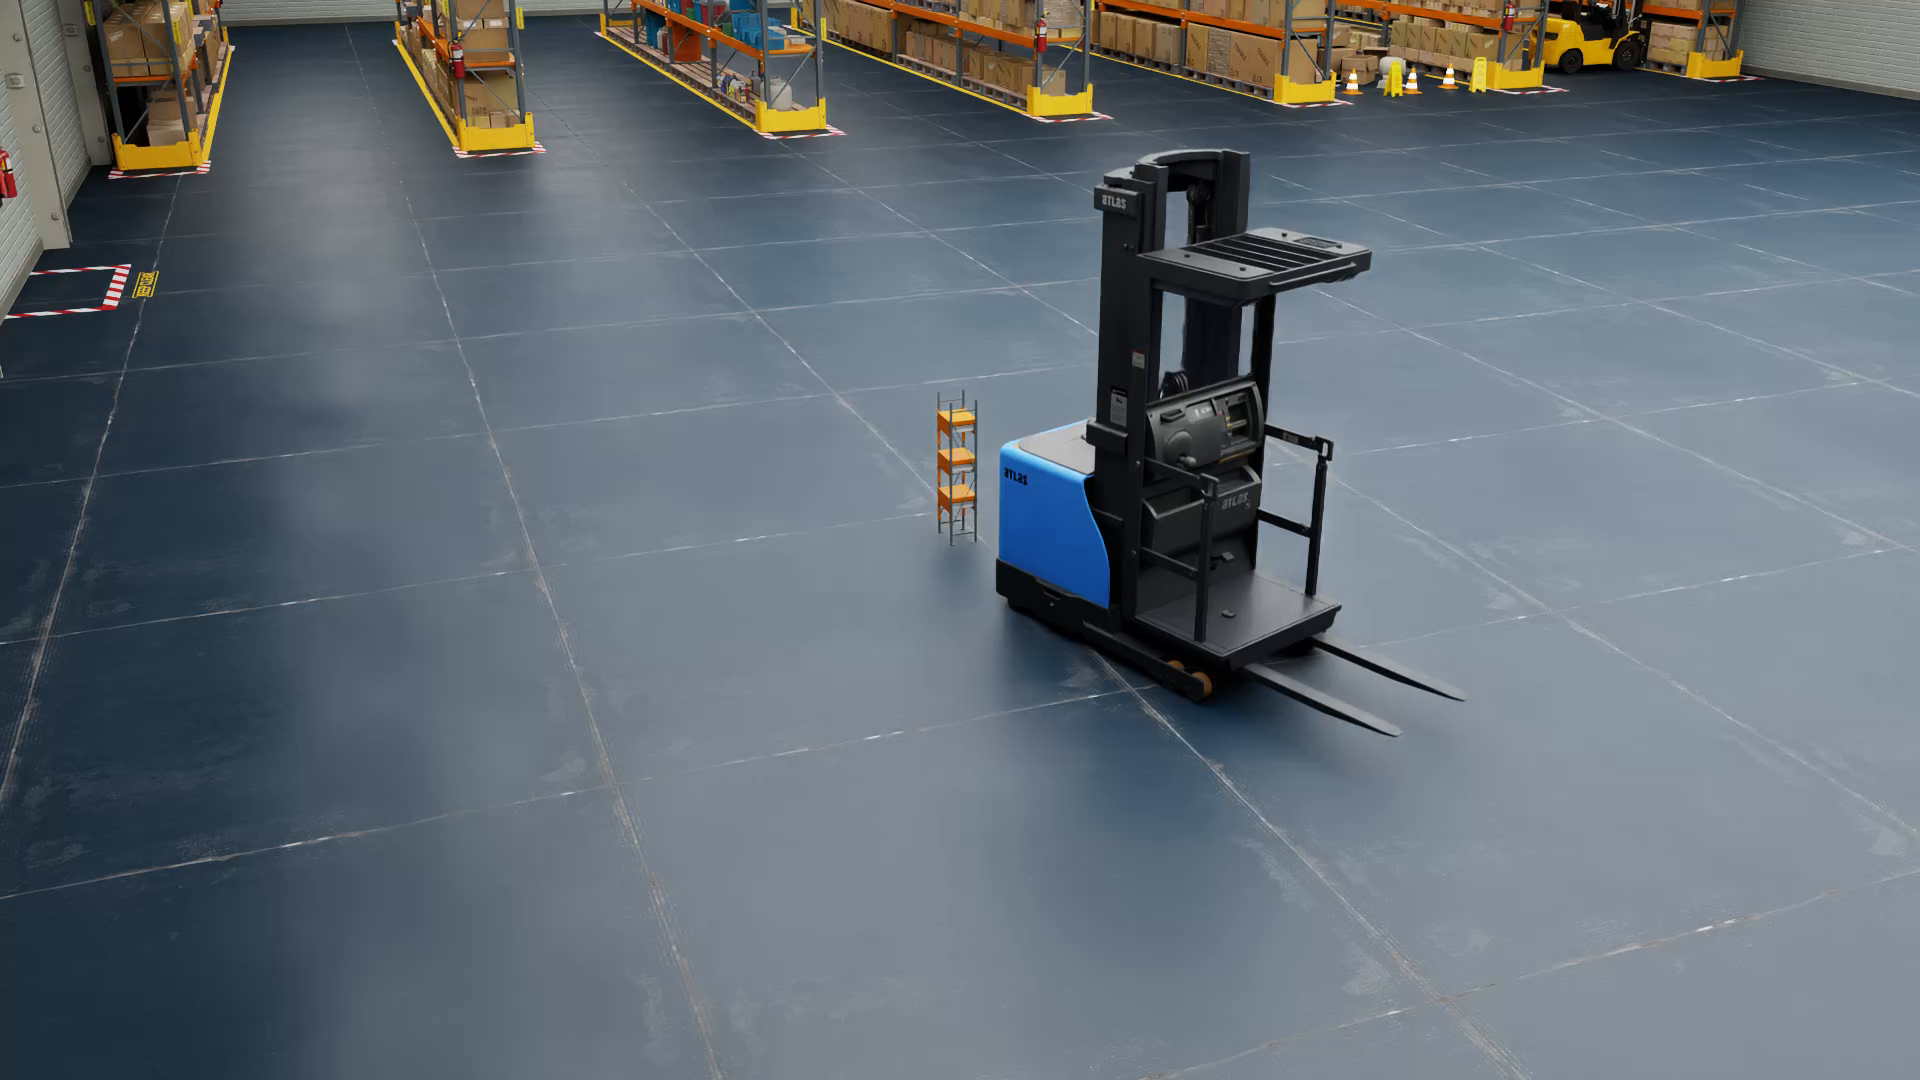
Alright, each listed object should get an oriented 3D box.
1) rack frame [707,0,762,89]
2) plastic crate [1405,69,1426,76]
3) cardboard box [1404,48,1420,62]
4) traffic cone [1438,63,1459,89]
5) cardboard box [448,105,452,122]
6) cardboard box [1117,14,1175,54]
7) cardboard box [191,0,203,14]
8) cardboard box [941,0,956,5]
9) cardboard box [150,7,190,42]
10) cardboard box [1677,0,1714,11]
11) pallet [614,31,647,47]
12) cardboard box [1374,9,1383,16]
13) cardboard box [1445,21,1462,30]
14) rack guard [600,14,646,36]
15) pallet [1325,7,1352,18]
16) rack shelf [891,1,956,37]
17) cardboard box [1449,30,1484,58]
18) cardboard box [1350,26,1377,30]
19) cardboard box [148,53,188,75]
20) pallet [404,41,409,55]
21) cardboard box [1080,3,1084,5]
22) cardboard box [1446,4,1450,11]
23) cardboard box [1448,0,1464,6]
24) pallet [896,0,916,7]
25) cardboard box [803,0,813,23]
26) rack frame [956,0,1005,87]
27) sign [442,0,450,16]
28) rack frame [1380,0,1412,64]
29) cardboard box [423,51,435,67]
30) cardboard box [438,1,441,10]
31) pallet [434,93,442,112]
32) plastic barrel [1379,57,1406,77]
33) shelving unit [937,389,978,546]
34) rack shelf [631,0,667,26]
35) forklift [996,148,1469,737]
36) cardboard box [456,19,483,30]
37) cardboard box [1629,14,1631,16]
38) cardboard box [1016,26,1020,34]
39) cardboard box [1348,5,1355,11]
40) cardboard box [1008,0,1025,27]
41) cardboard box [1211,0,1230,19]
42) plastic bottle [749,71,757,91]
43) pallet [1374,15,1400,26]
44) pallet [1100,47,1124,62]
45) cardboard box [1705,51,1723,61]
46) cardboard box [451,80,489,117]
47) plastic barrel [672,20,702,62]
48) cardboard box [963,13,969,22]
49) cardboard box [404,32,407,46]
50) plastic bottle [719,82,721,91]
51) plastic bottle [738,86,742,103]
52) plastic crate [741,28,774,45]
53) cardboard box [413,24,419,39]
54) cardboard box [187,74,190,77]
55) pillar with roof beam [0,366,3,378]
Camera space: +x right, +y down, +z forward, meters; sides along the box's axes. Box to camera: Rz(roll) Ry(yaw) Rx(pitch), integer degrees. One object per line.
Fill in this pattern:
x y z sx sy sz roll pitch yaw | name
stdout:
-4.223 -9.834 31.221 1.000 3.000 0.127 -8 24 -19 | rack frame
9.469 -9.845 35.006 0.402 0.080 0.583 -18 29 -37 | plastic crate
9.836 -10.356 35.458 0.500 0.250 0.500 -7 24 -16 | cardboard box
9.736 -9.230 33.054 0.336 0.463 0.334 -8 24 -19 | traffic cone
-8.278 -7.145 27.839 0.500 0.250 0.500 -8 24 -19 | cardboard box
4.116 -11.217 36.857 1.050 0.750 0.750 -8 24 -18 | cardboard box
-14.837 -10.332 31.865 0.500 0.500 0.500 -8 24 -17 | cardboard box
0.261 -11.292 33.365 1.000 1.000 1.000 -8 24 -19 | cardboard box
-12.686 -8.266 26.702 0.500 0.500 0.500 -9 24 -21 | cardboard box
15.317 -11.291 34.549 0.500 0.500 0.500 -9 24 -20 | cardboard box
-7.780 -12.162 40.334 1.003 0.211 1.213 -8 24 -19 | pallet
11.458 -14.298 44.488 0.500 0.500 0.500 -7 24 -17 | cardboard box
10.198 -10.558 34.137 0.380 0.149 0.250 -7 24 -17 | cardboard box
-8.483 -13.050 42.068 1.175 0.500 0.348 -8 24 -19 | rack guard
10.821 -14.871 46.762 1.003 0.211 1.213 -8 24 -19 | pallet
-0.296 -10.909 34.697 1.077 0.370 4.000 -8 24 -19 | rack shelf
10.380 -10.137 33.972 0.500 0.500 0.500 -7 24 -17 | cardboard box
8.989 -11.560 38.157 0.950 0.372 0.625 -8 24 -17 | cardboard box
-11.954 -7.183 25.097 0.500 0.250 0.500 -9 25 -21 | cardboard box
-12.361 -11.471 38.695 1.003 0.211 1.213 -8 24 -19 | pallet
2.833 -12.580 39.446 0.500 0.250 0.500 -8 24 -18 | cardboard box
10.240 -10.969 34.236 0.380 0.149 0.250 -8 24 -19 | cardboard box
10.299 -11.128 33.777 0.500 0.500 0.500 -8 24 -19 | cardboard box
-0.651 -11.635 35.739 1.213 0.211 1.003 -8 24 -19 | pallet
-3.528 -13.867 42.983 0.875 0.875 0.875 -8 24 -19 | cardboard box
0.410 -10.514 32.833 1.000 3.000 0.127 -8 24 -19 | rack frame
-7.958 -8.276 25.728 0.100 0.325 0.005 -8 24 -19 | sign
9.681 -11.874 36.059 1.000 3.000 0.127 -8 24 -19 | rack frame
-10.168 -9.374 32.406 0.500 0.311 0.500 -9 24 -20 | cardboard box
-8.945 -9.377 29.171 0.380 0.149 0.250 -8 24 -19 | cardboard box
-9.155 -8.133 30.775 1.003 0.211 1.213 -8 24 -19 | pallet
8.948 -9.776 34.399 0.512 0.421 0.421 8 24 18 | plastic barrel
-0.019 -0.503 11.592 0.215 1.050 0.252 -8 24 -19 | shelving unit
-6.343 -11.683 36.533 1.077 0.370 4.000 -8 24 -19 | rack shelf
1.567 -0.646 9.509 1.130 2.935 3.031 -18 29 -37 | forklift
-7.759 -8.160 26.285 0.380 0.149 0.250 -9 24 -20 | cardboard box
14.872 -11.609 37.143 0.500 0.250 0.500 -9 24 -20 | cardboard box
1.231 -9.288 30.247 0.380 0.149 0.250 -8 24 -19 | cardboard box
10.900 -14.688 45.717 0.396 0.266 0.258 -7 24 -17 | cardboard box
1.366 -9.612 30.183 0.875 0.500 0.500 -8 24 -19 | cardboard box
5.524 -10.685 33.047 0.875 0.550 0.550 -8 24 -19 | cardboard box
-3.861 -8.602 31.141 0.144 0.351 0.185 -8 24 -19 | plastic bottle
11.820 -13.887 44.427 1.003 0.211 1.213 -8 24 -19 | pallet
3.881 -11.029 37.646 1.003 0.211 1.213 -8 24 -19 | pallet
15.746 -10.234 35.169 0.500 0.250 0.500 -8 24 -19 | cardboard box
-7.913 -7.129 26.835 0.500 0.500 0.500 -8 24 -19 | cardboard box
-5.825 -10.657 35.425 0.600 0.830 0.708 -8 24 -19 | plastic barrel
0.281 -10.186 32.379 0.380 0.149 0.250 -8 24 -19 | cardboard box
-12.416 -11.467 37.990 0.500 0.311 0.500 -8 24 -19 | cardboard box
-4.449 -8.498 31.086 0.097 0.201 0.097 0 23 0 | plastic bottle
-3.928 -7.979 29.750 0.061 0.283 0.133 -8 24 -18 | plastic bottle
-3.491 -8.690 28.697 0.499 0.251 0.408 -8 24 -19 | plastic crate
-11.211 -10.705 34.972 0.500 0.250 0.500 -9 24 -20 | cardboard box
-13.997 -7.972 29.454 0.700 0.500 0.500 -9 24 -20 | cardboard box
-4.868 -6.152 14.760 9.100 9.000 0.400 -8 24 -19 | pillar with roof beam
